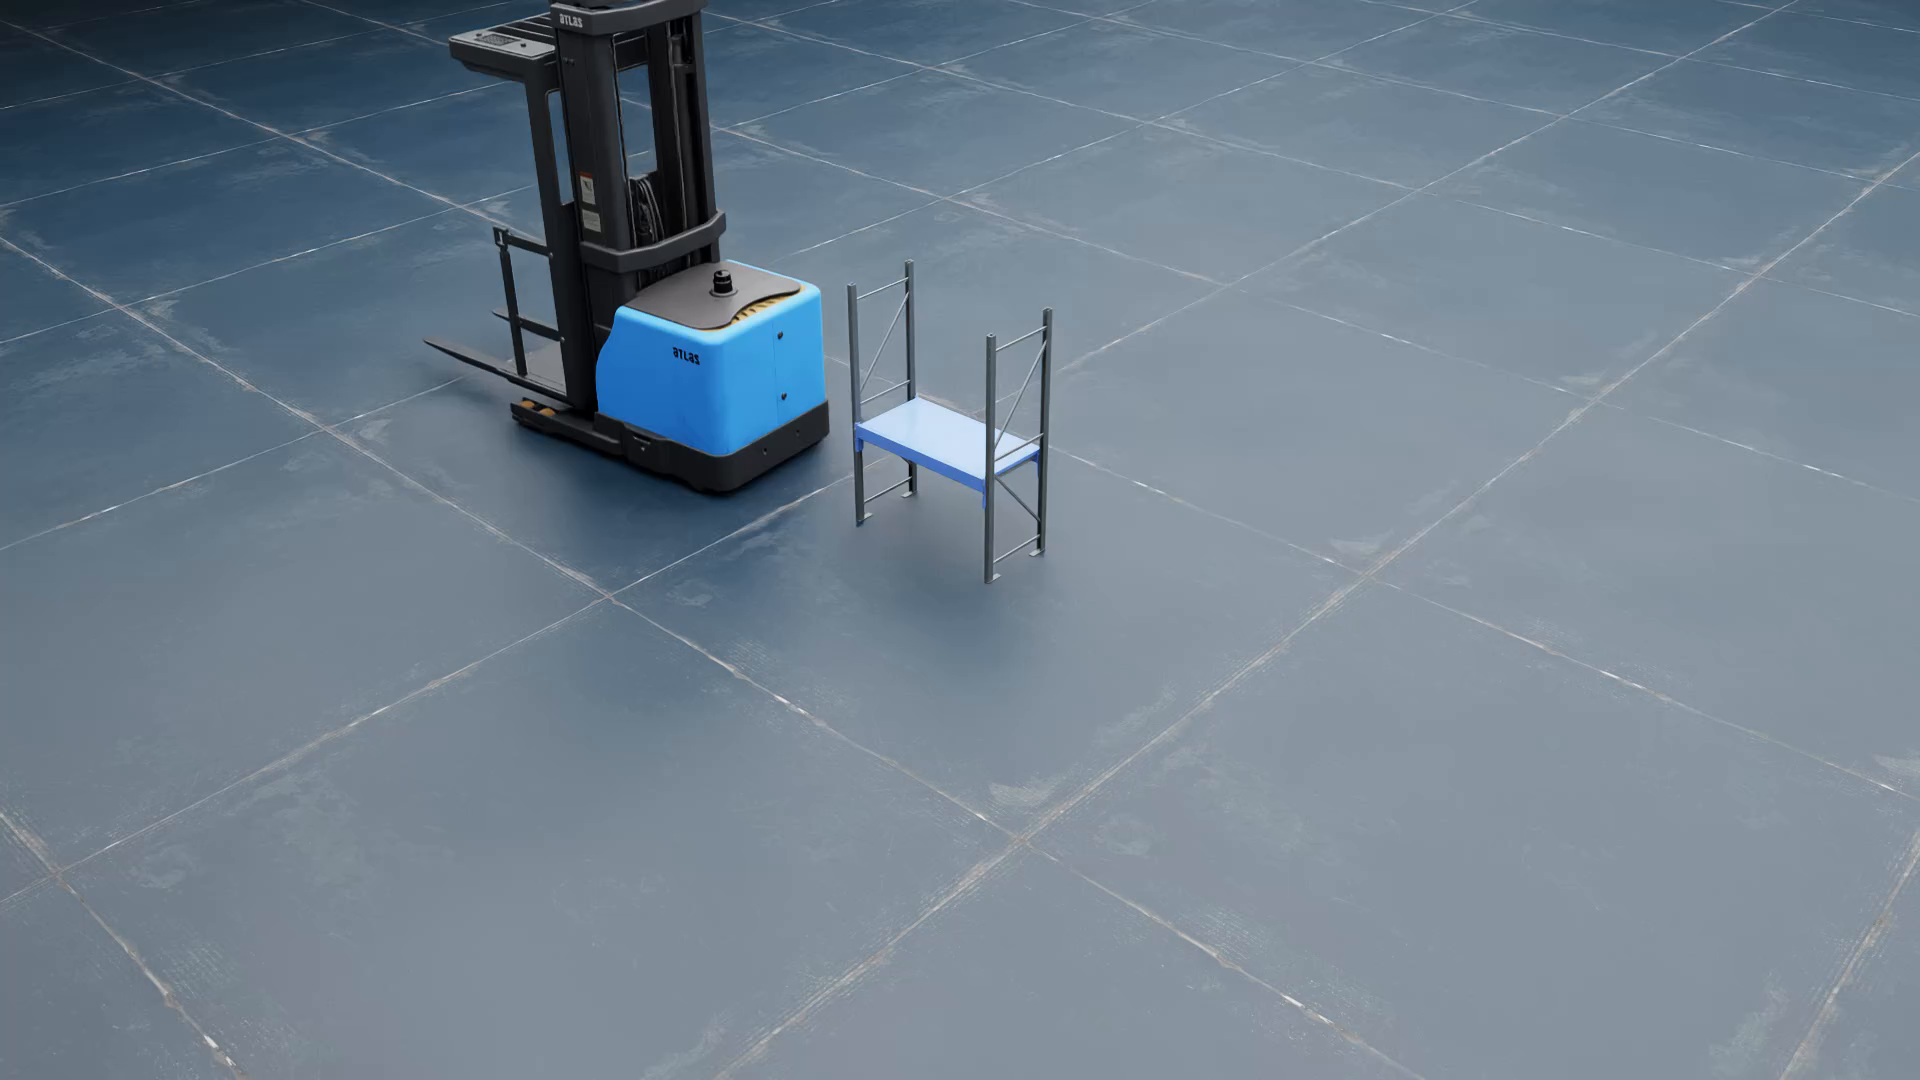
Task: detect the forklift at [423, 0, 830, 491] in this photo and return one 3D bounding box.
[{"bbox_3d":[-2.329,-2.144,10.415,3.031,2.935,1.130,21,37,30],"label":"forklift"}]

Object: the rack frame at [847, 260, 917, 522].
[{"bbox_3d":[-0.440,-0.848,9.649,0.032,1.500,0.500,25,39,35],"label":"rack frame"}]

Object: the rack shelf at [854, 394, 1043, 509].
[{"bbox_3d":[-0.063,-0.518,9.449,1.000,0.185,0.538,25,39,35],"label":"rack shelf"}]

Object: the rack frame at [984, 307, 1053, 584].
[{"bbox_3d":[0.314,-0.496,9.064,0.032,1.500,0.500,25,39,35],"label":"rack frame"}]

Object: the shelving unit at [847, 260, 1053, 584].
[{"bbox_3d":[-0.063,-0.672,9.357,1.048,1.500,0.538,25,39,35],"label":"shelving unit"}]
